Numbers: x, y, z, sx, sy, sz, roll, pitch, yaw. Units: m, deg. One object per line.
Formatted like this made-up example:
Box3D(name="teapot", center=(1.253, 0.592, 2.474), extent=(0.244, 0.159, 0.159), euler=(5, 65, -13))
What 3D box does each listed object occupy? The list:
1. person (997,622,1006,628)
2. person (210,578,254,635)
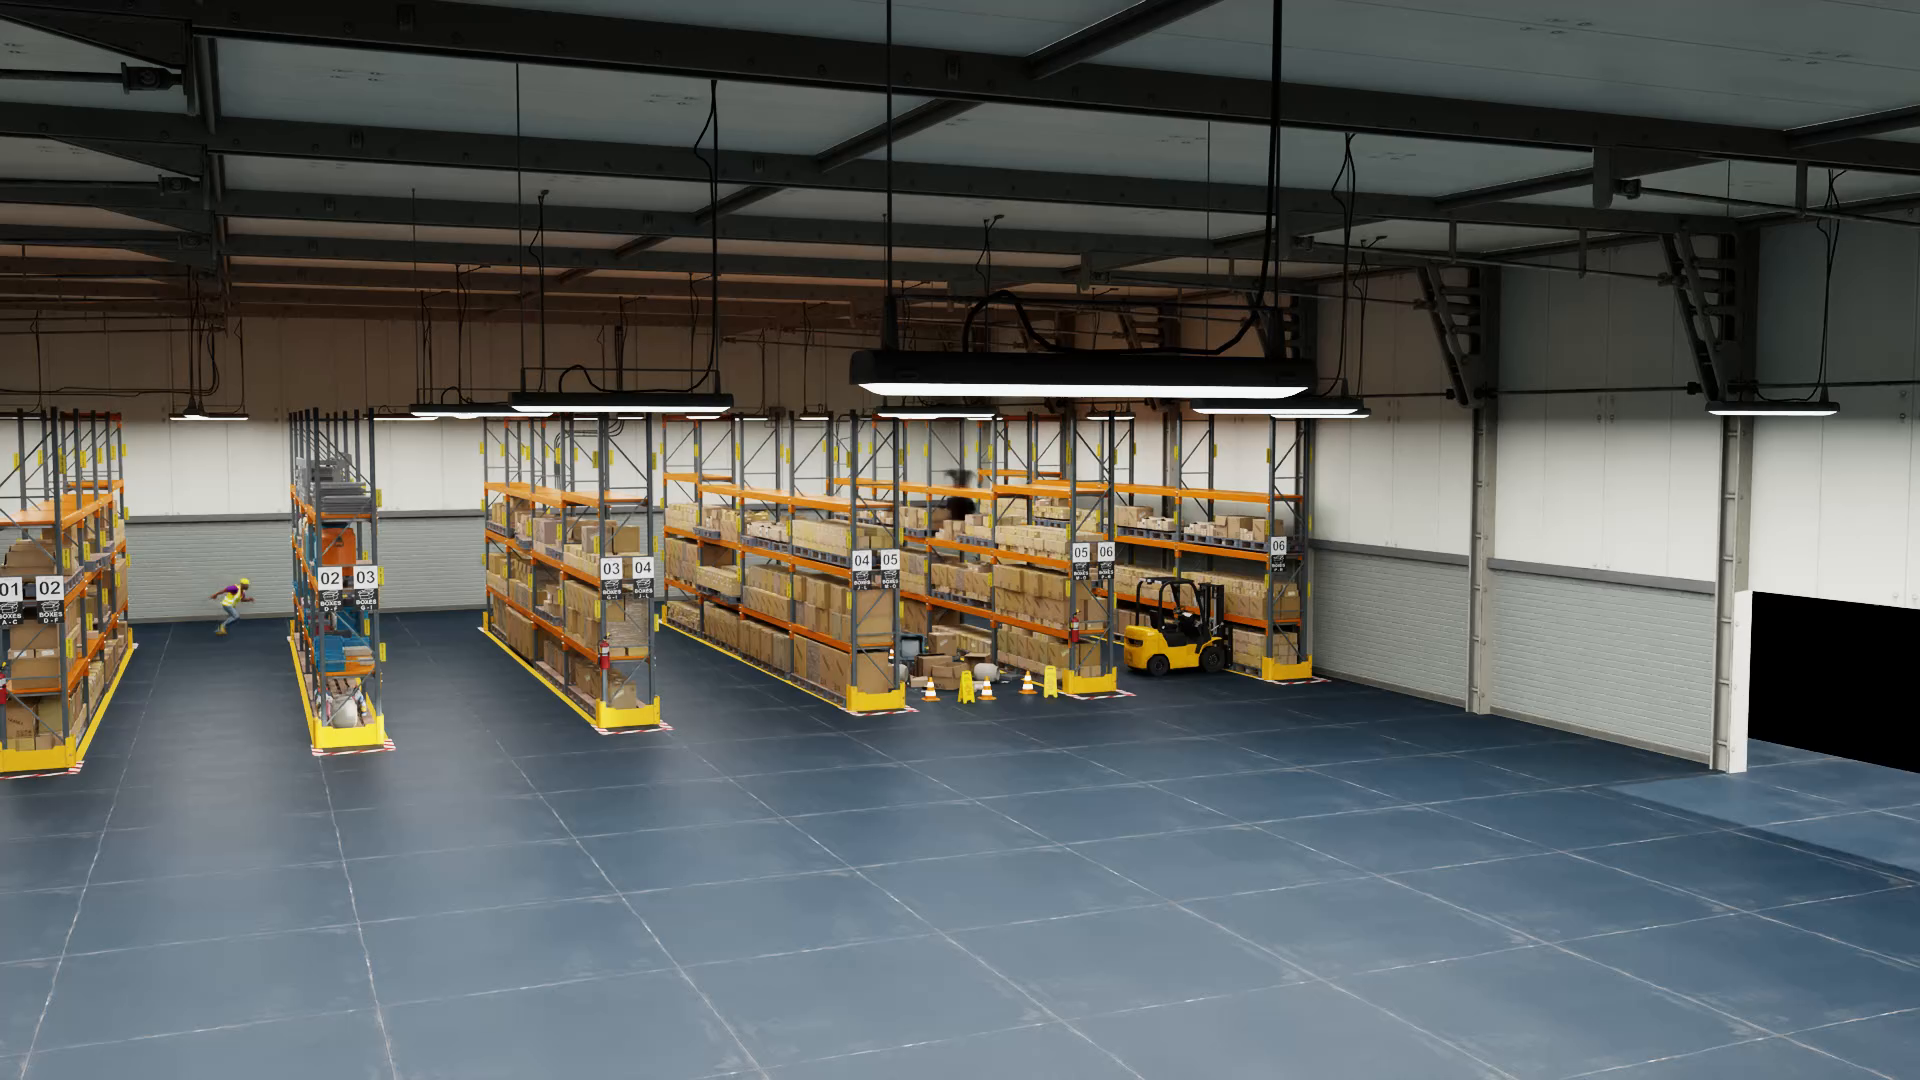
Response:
Box3D(name="person", center=(1.294, 1.616, 46.455), extent=(0.975, 1.716, 0.710), euler=(4, 6, 44))
Box3D(name="person", center=(-19.618, 1.803, 44.908), extent=(0.993, 1.516, 0.758), euler=(0, 4, -2))
